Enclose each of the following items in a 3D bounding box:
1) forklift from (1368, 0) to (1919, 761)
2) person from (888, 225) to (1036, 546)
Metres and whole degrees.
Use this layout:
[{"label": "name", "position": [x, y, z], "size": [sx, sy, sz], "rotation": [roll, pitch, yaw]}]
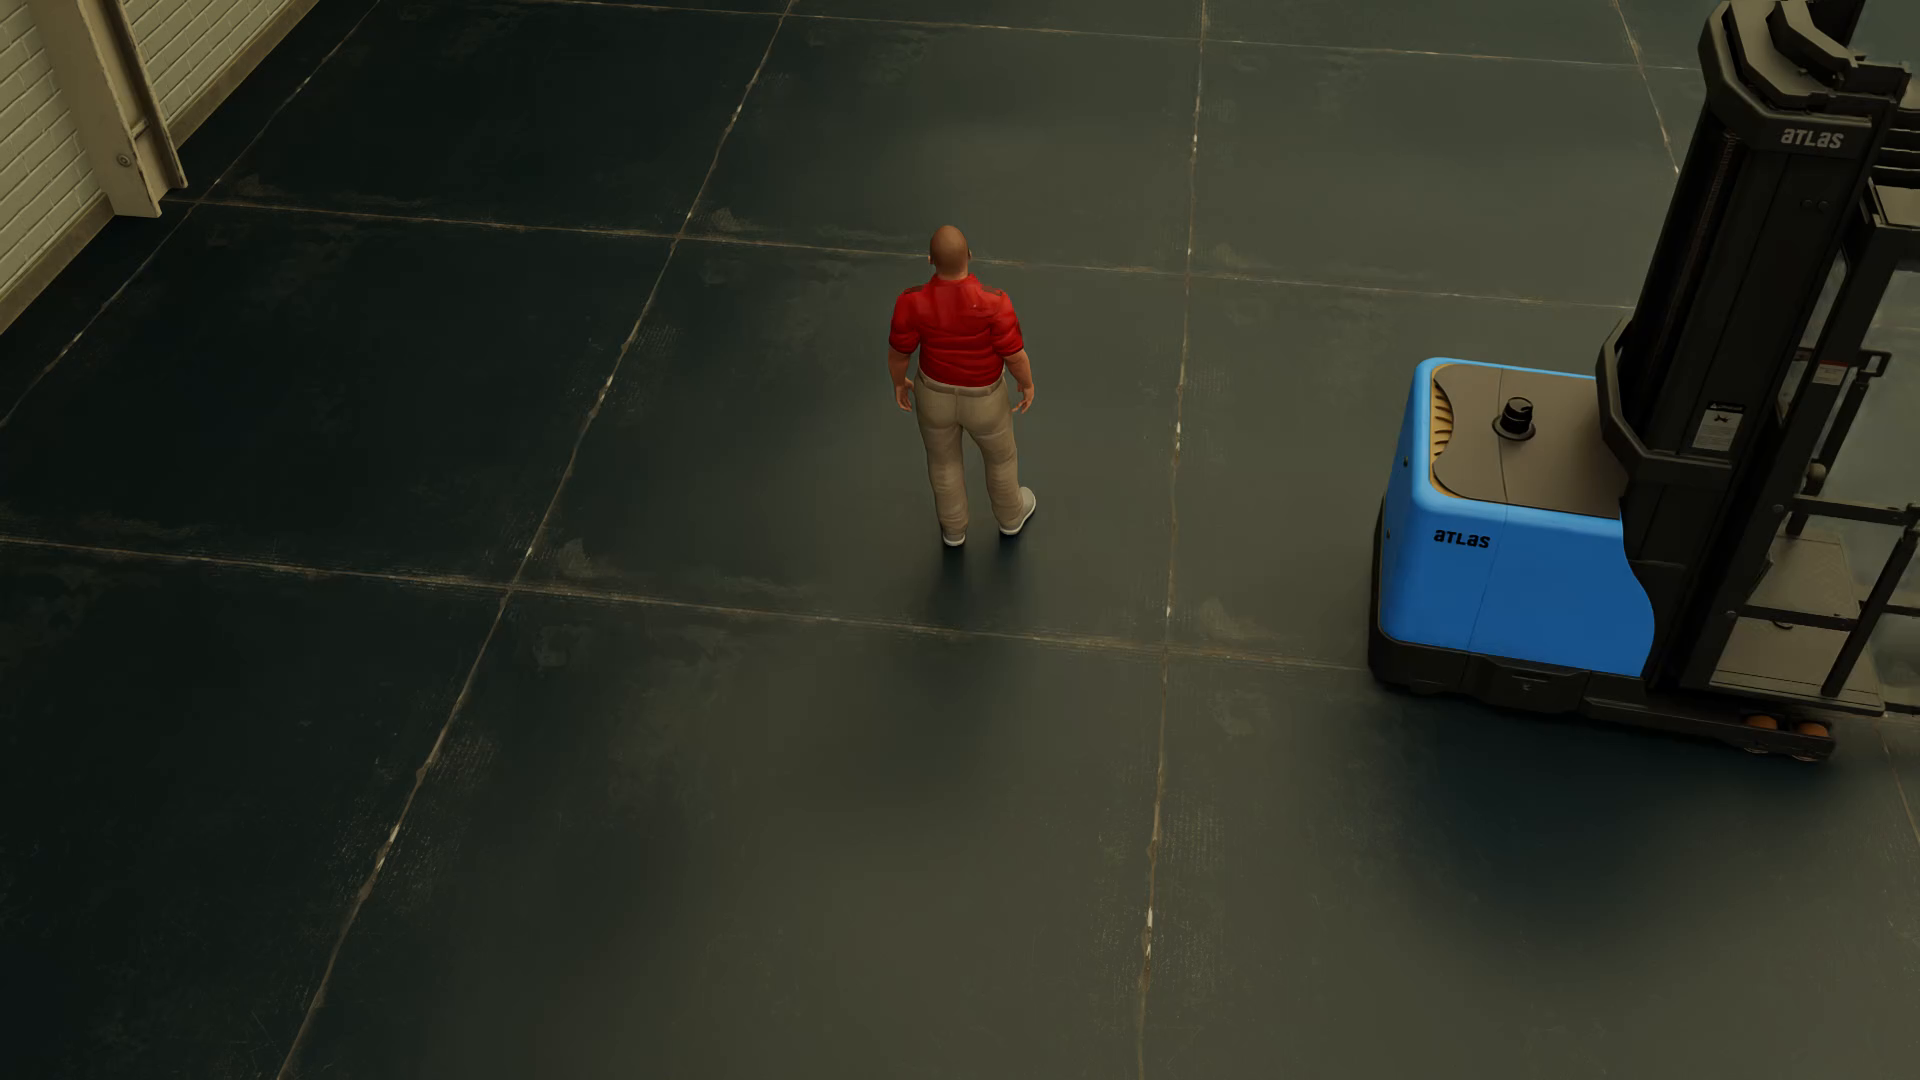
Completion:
[{"label": "forklift", "position": [3.338, -0.559, 6.333], "size": [3.031, 2.935, 1.130], "rotation": [8, 43, 9]}, {"label": "person", "position": [0.024, -0.701, 7.366], "size": [0.640, 1.727, 0.551], "rotation": [5, 43, 6]}]
